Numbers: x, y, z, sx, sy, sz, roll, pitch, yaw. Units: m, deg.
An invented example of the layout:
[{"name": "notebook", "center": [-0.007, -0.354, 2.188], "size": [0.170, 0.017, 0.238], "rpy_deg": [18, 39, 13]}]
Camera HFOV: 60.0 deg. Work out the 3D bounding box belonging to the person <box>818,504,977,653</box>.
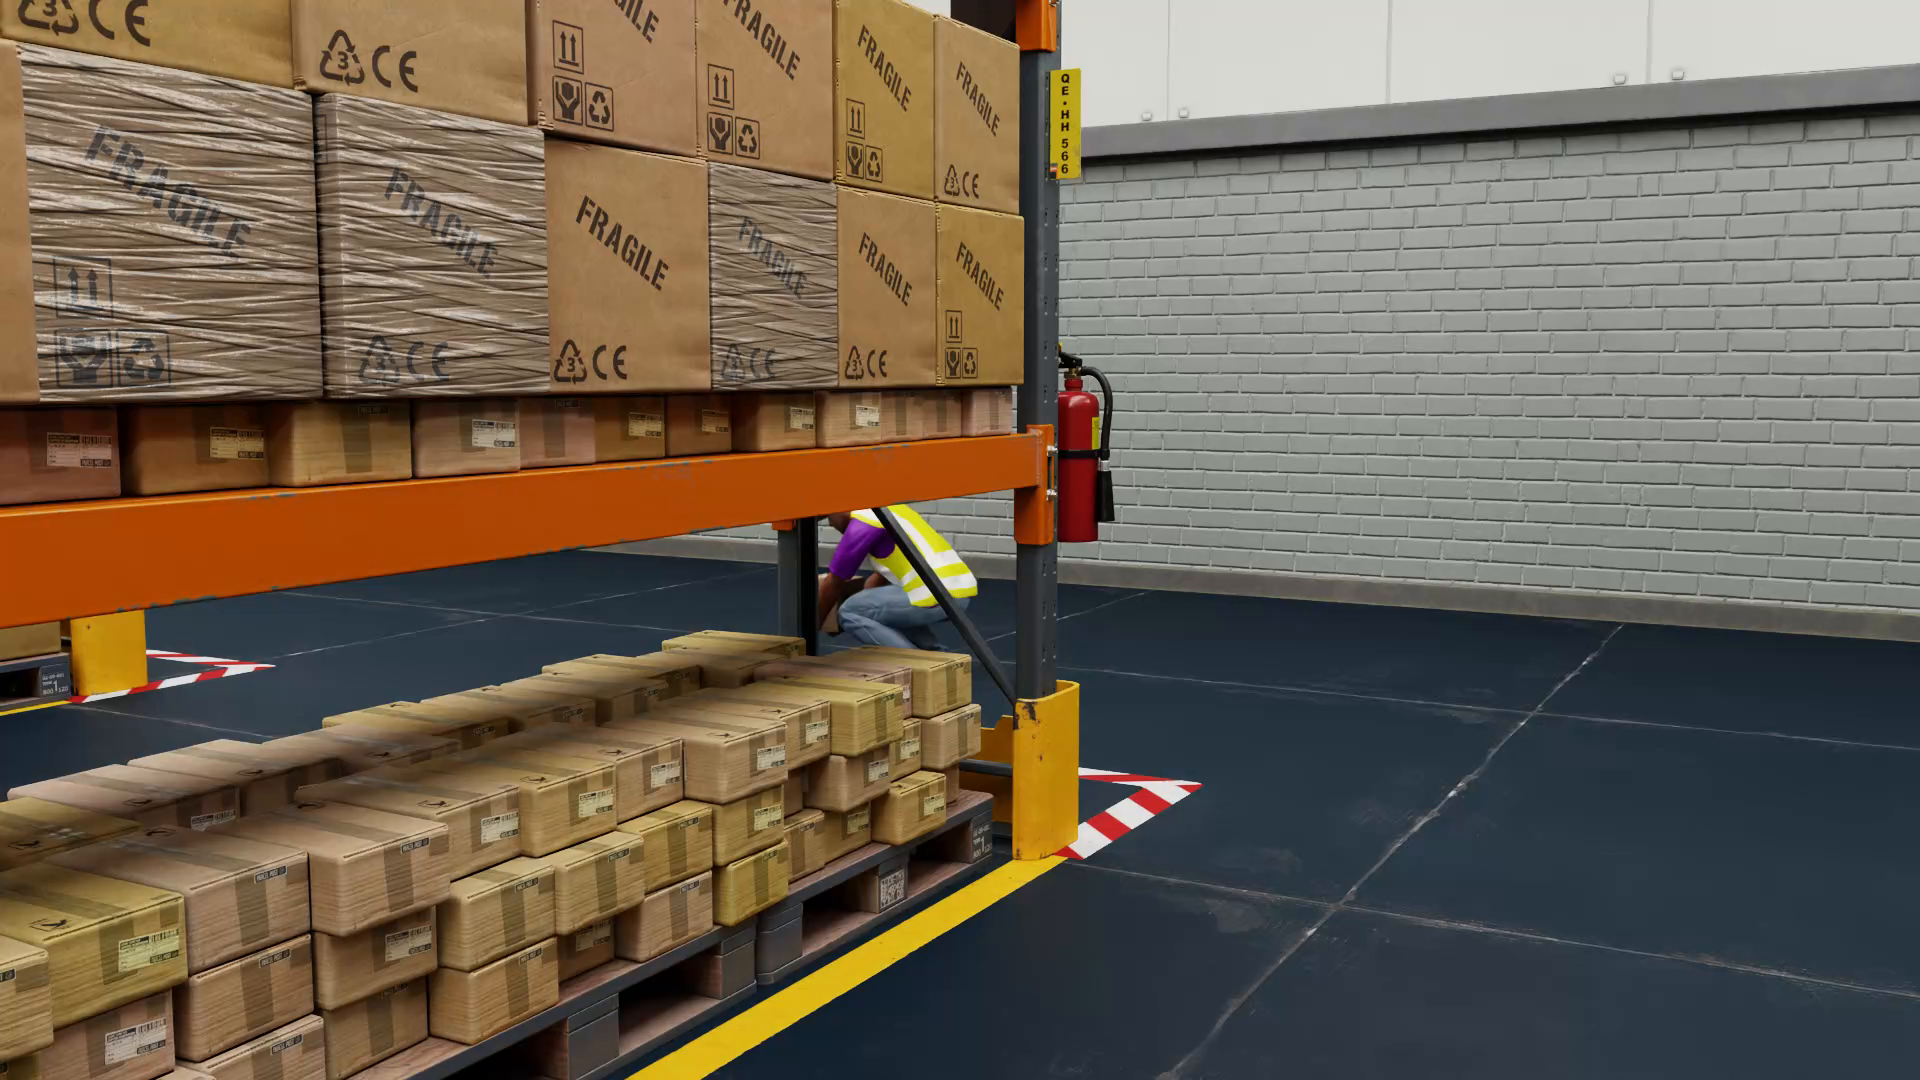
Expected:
[{"name": "person", "center": [-0.368, 0.166, 8.198], "size": [0.881, 0.999, 0.586], "rpy_deg": [3, 7, 28]}]
